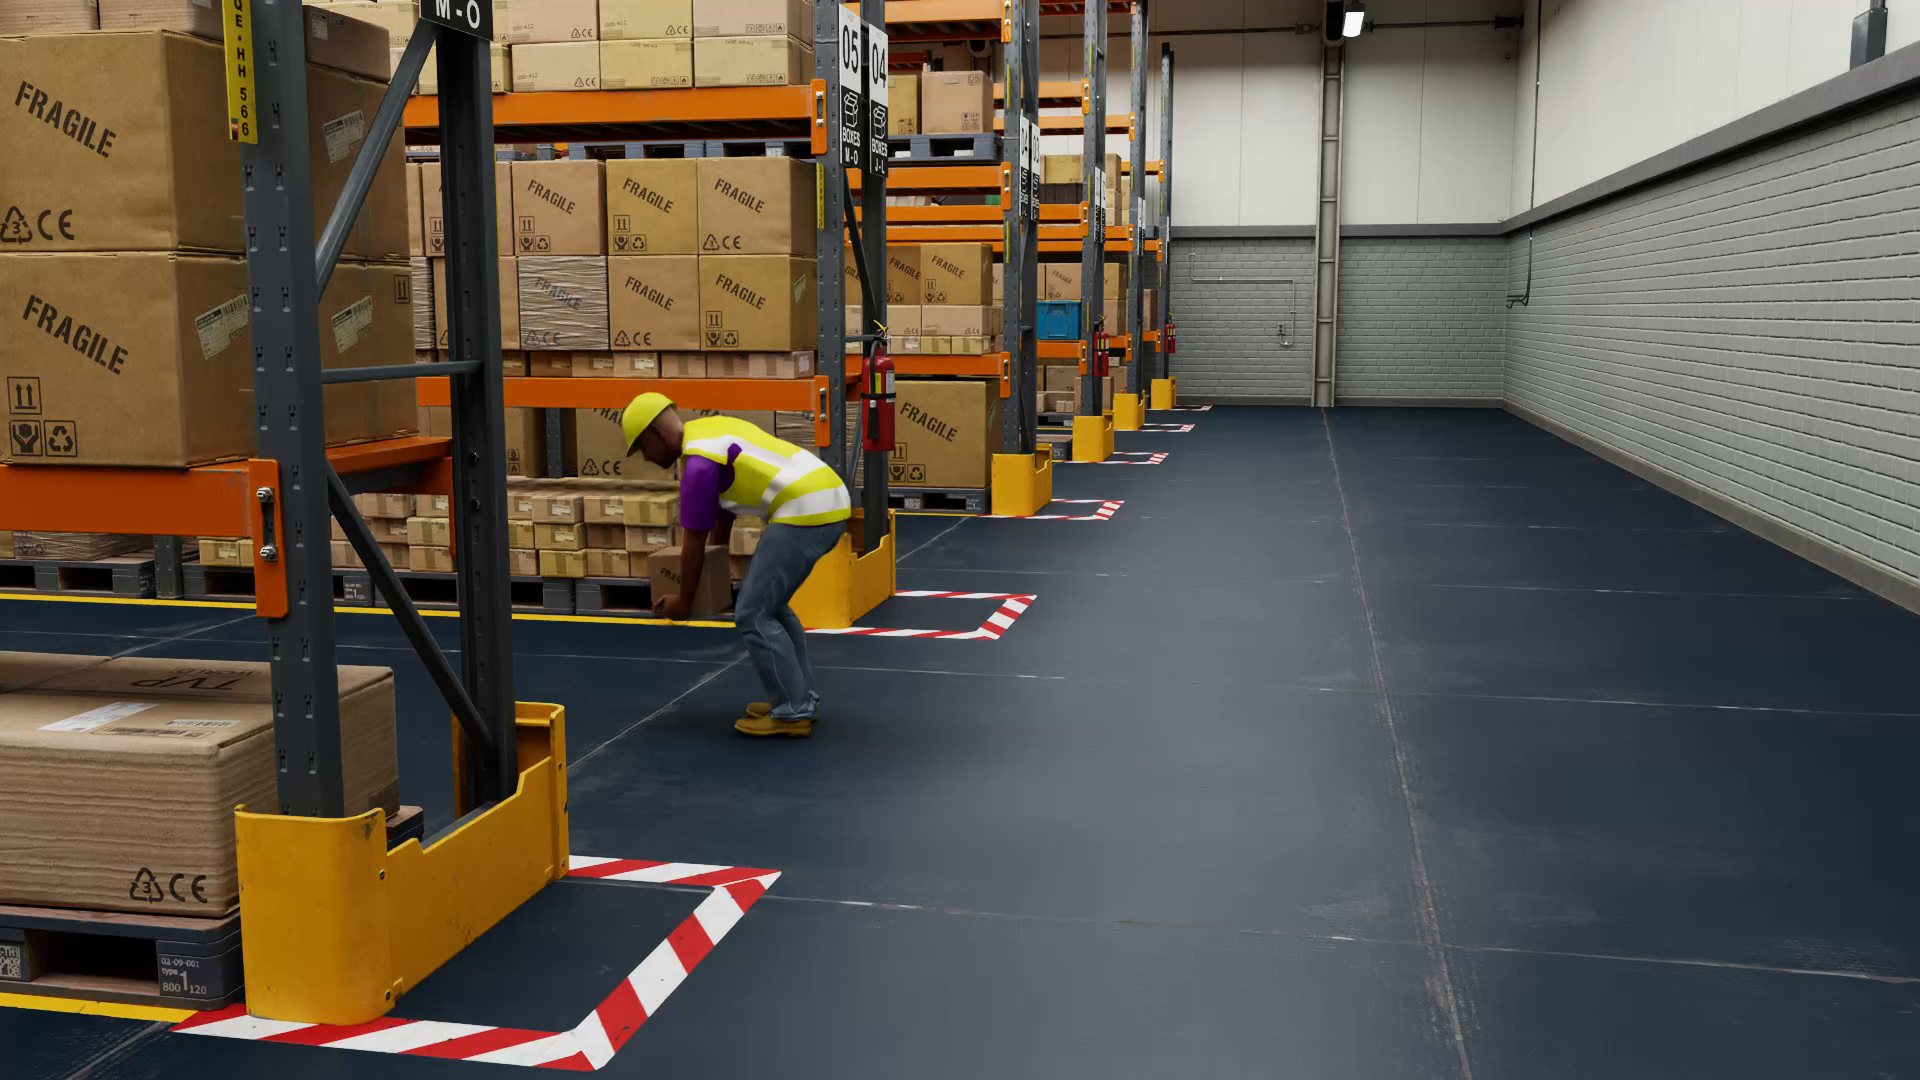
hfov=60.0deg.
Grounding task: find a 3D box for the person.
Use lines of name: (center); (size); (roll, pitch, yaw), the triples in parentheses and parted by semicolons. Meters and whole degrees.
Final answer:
person: (-0.895, 0.085, 6.643); (0.912, 1.342, 0.491); (1, 8, 9)
